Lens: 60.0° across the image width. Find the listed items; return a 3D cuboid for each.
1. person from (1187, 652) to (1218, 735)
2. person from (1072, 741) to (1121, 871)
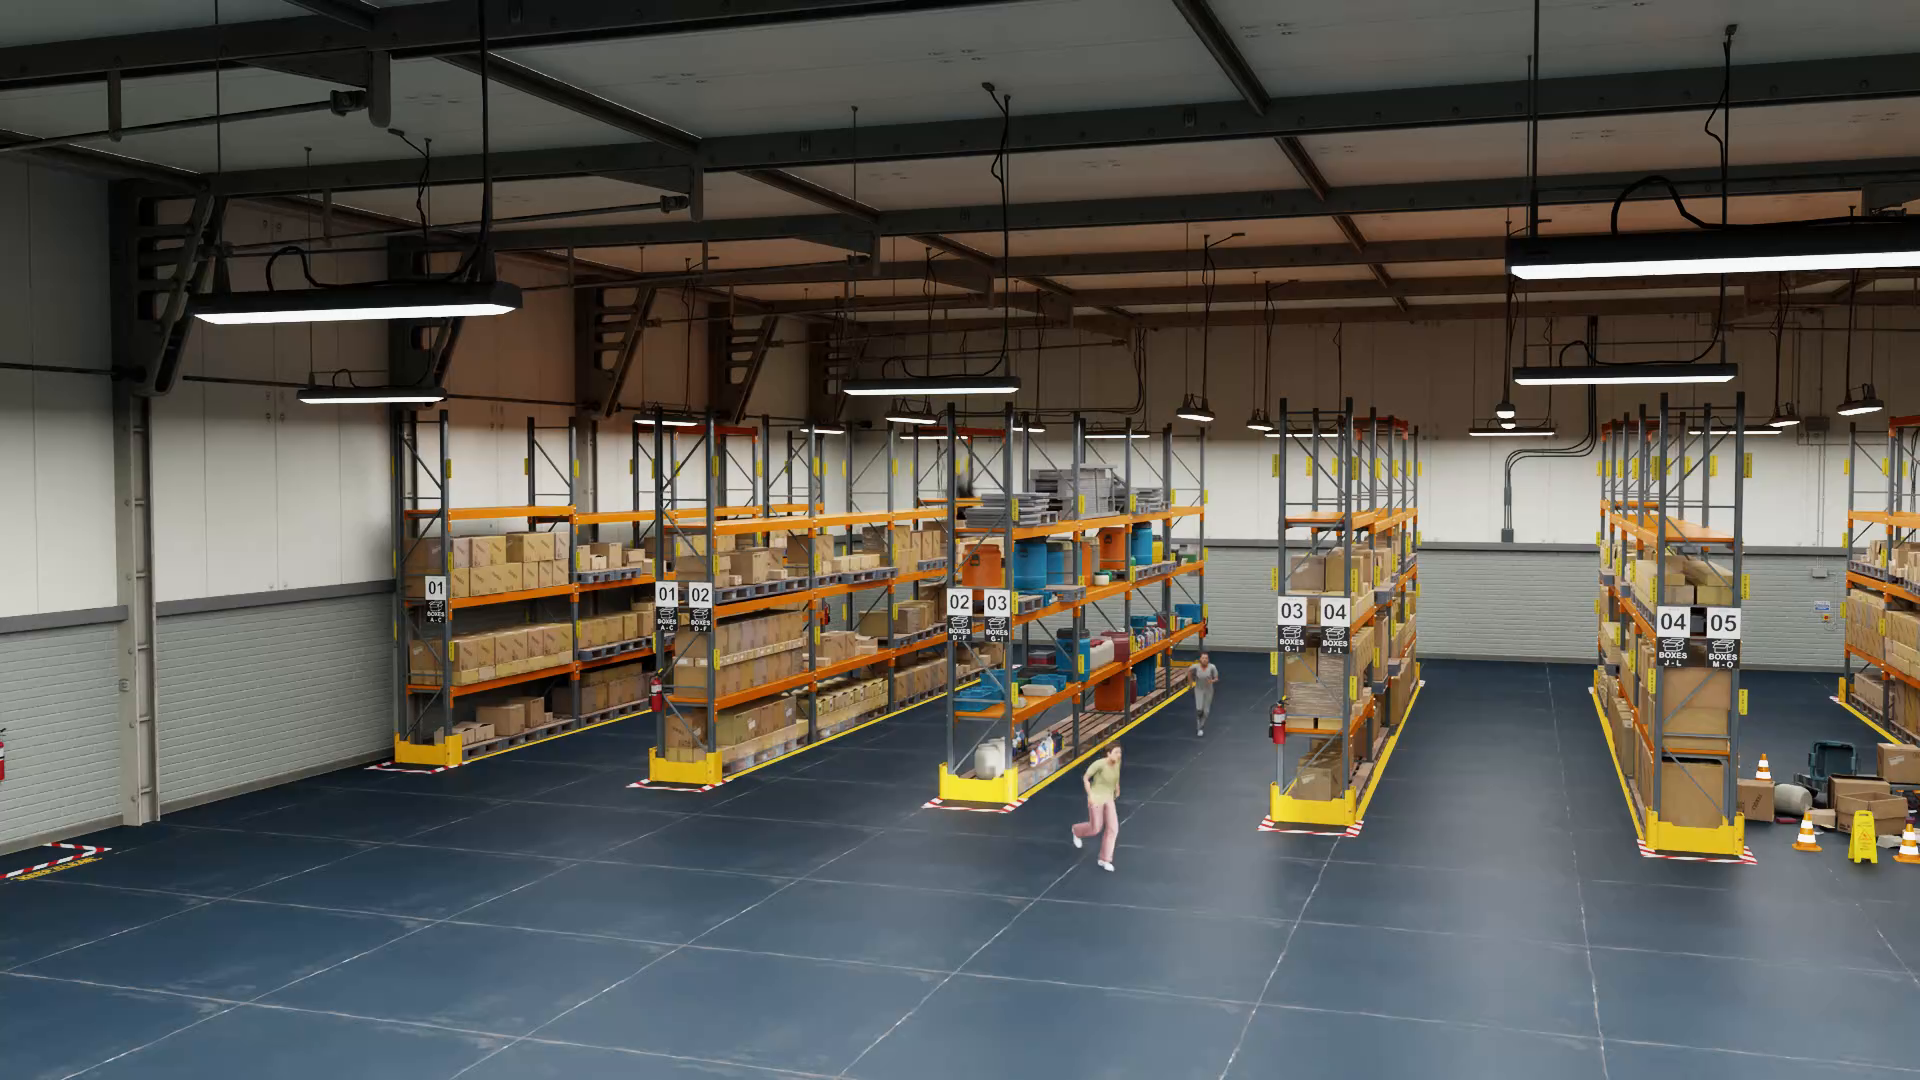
[{"bbox_3d":[4.546,2.875,31.130,0.552,1.594,0.693,0,2,3],"label":"person"},{"bbox_3d":[1.736,3.319,21.075,0.583,1.622,0.874,-2,3,-40],"label":"person"}]
